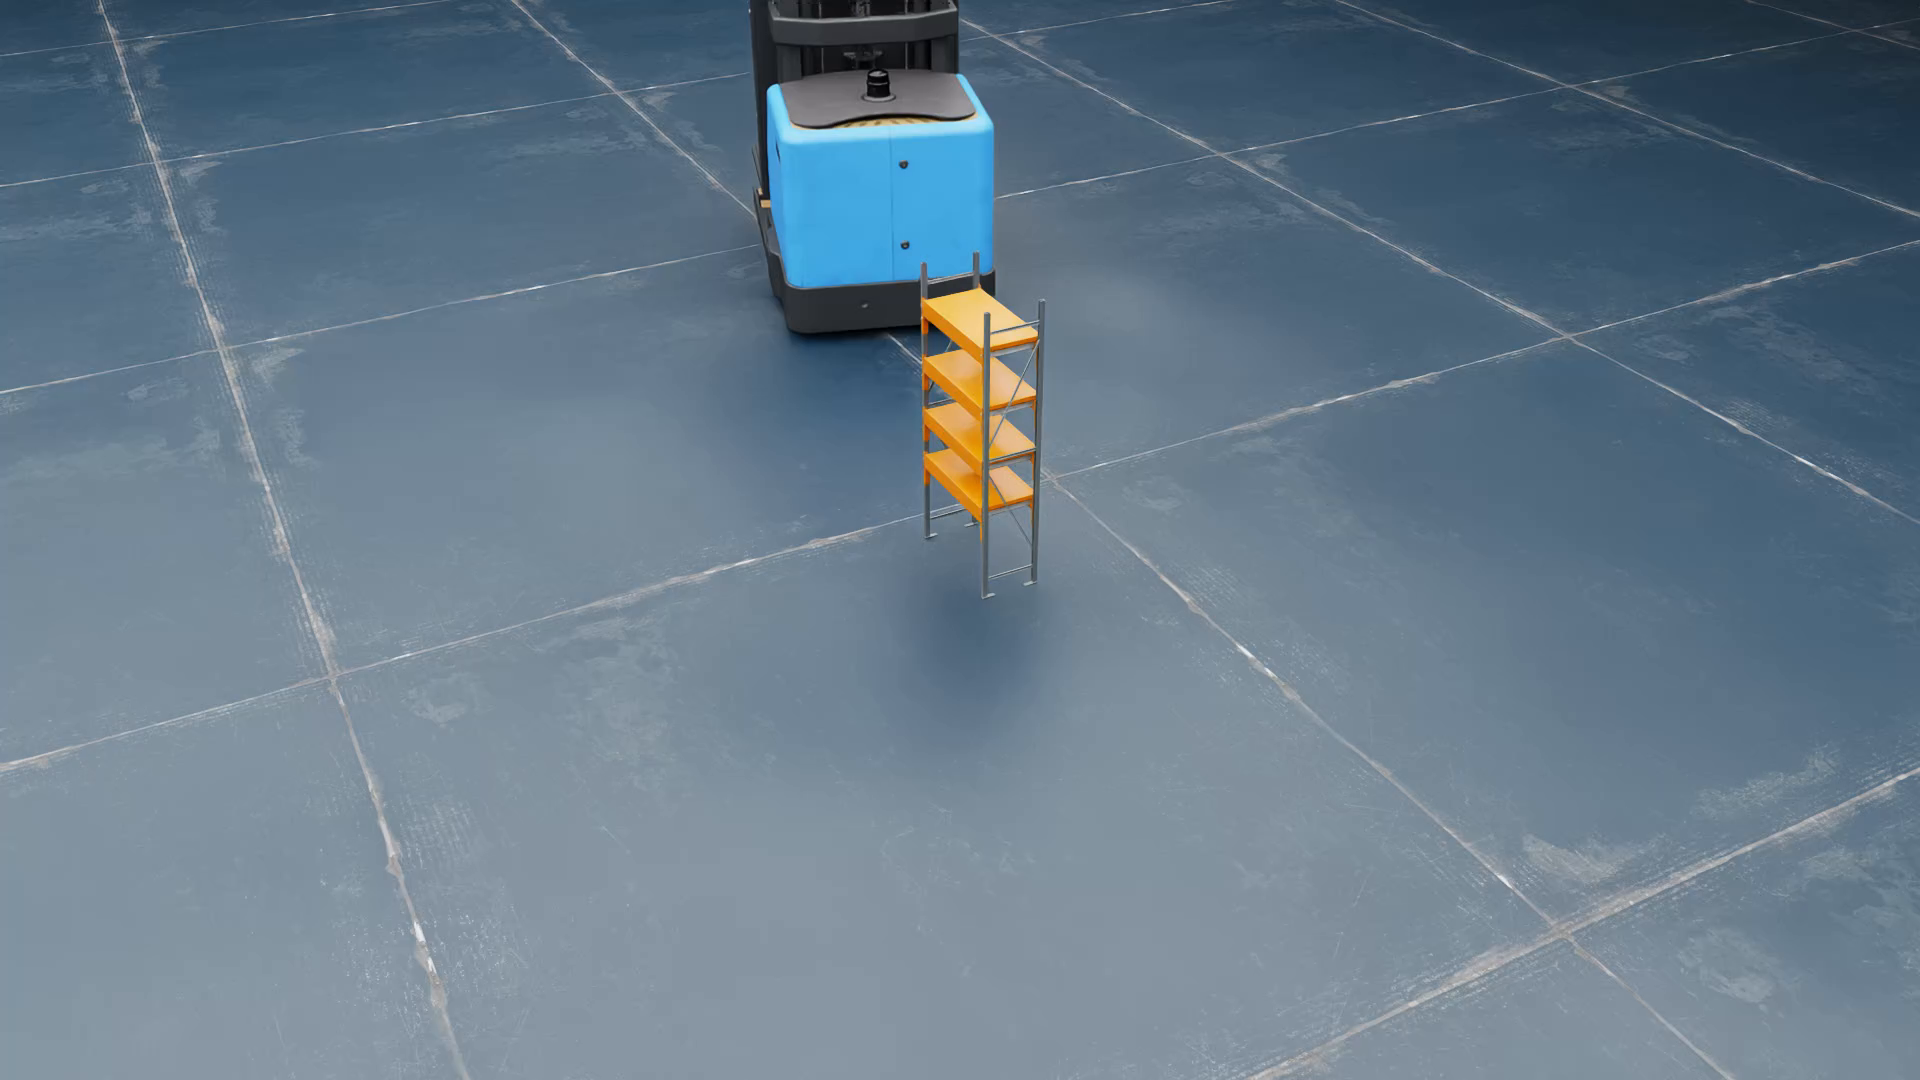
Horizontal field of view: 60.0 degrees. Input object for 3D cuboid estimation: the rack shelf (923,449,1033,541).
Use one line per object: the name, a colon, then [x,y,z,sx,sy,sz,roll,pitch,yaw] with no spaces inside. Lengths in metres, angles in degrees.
rack shelf: [0.077,-0.202,6.446,0.258,0.148,0.480,-16,36,-23]

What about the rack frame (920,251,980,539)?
rack frame: [-0.037,-0.543,6.485,0.240,1.200,0.015,-16,36,-23]

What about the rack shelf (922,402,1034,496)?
rack shelf: [0.077,-0.370,6.339,0.258,0.148,0.480,-16,36,-23]

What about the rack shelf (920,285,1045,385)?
rack shelf: [0.077,-0.757,6.091,0.258,0.148,0.480,-16,36,-23]

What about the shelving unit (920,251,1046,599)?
shelving unit: [0.077,-0.426,6.303,0.258,1.200,0.503,-16,36,-23]

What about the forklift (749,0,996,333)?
forklift: [-0.595,-3.038,8.776,1.130,2.935,3.031,-6,33,-9]

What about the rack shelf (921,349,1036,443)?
rack shelf: [0.077,-0.558,6.219,0.258,0.148,0.480,-16,36,-23]

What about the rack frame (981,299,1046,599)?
rack frame: [0.191,-0.310,6.121,0.240,1.200,0.015,-16,36,-23]
